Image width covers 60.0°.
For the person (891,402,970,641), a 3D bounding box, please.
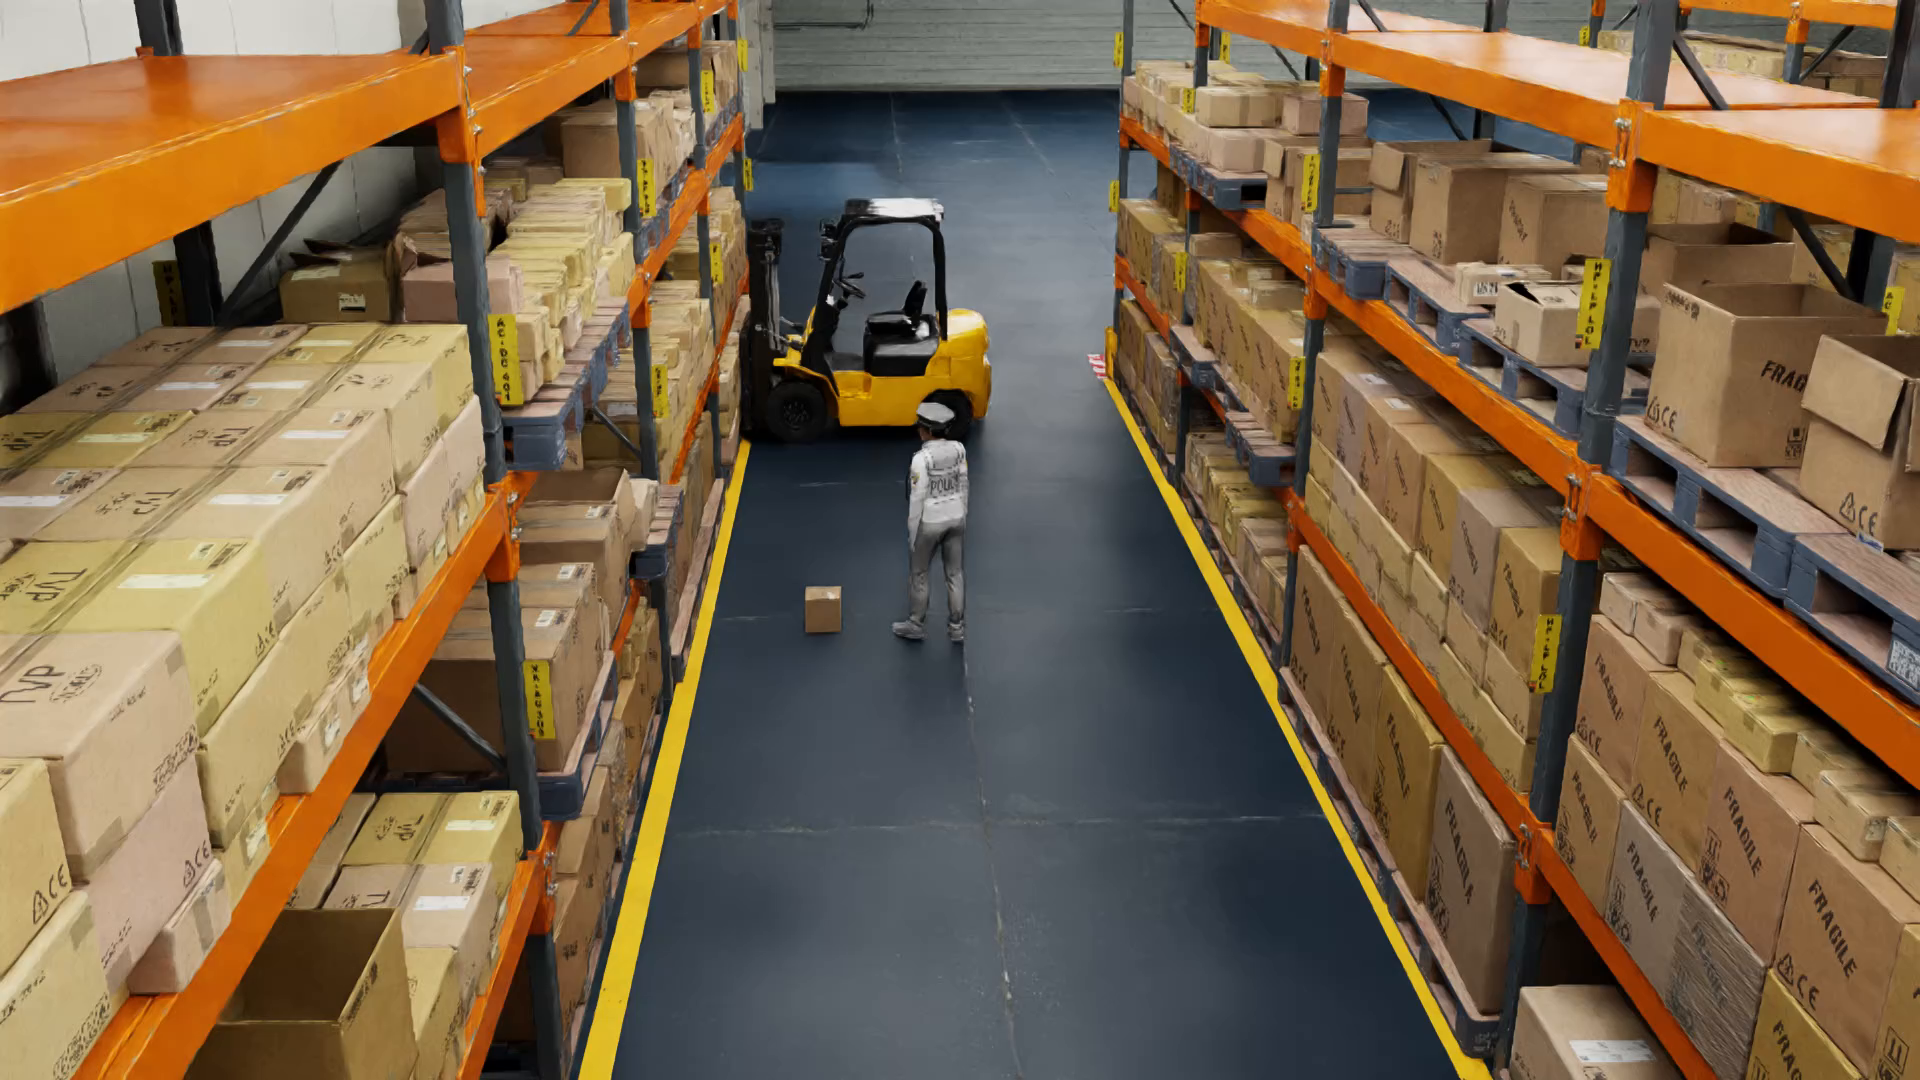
[{"bbox_3d":[-0.178,-0.128,11.369,0.507,1.678,0.482,-13,24,-31],"label":"person"}]
